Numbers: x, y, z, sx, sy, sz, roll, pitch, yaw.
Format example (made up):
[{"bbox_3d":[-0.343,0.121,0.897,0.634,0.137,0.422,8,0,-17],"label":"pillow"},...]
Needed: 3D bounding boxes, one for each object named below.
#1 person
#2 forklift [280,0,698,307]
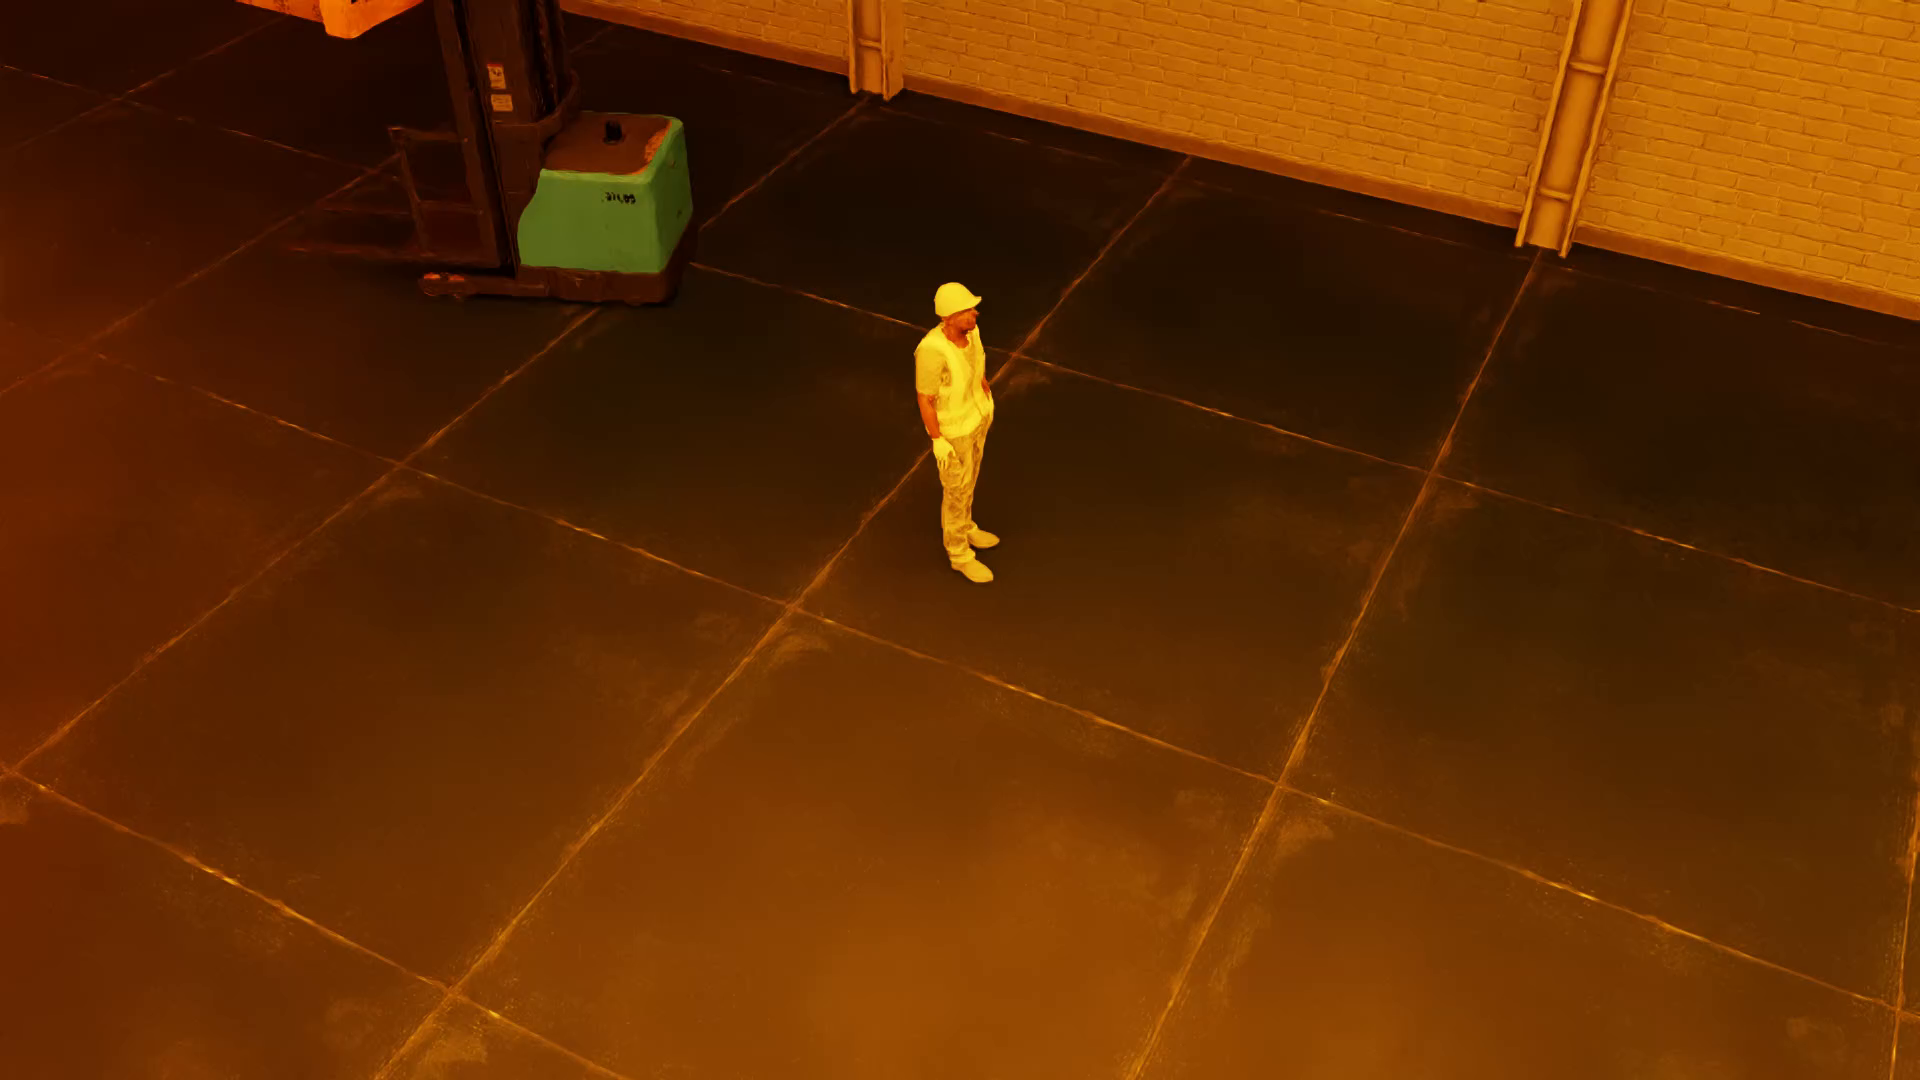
[{"bbox_3d":[0.060,-0.662,9.652,0.576,1.782,0.655,18,43,21],"label":"person"},{"bbox_3d":[-3.593,-3.260,11.857,3.031,2.935,1.130,5,40,6],"label":"forklift"}]
